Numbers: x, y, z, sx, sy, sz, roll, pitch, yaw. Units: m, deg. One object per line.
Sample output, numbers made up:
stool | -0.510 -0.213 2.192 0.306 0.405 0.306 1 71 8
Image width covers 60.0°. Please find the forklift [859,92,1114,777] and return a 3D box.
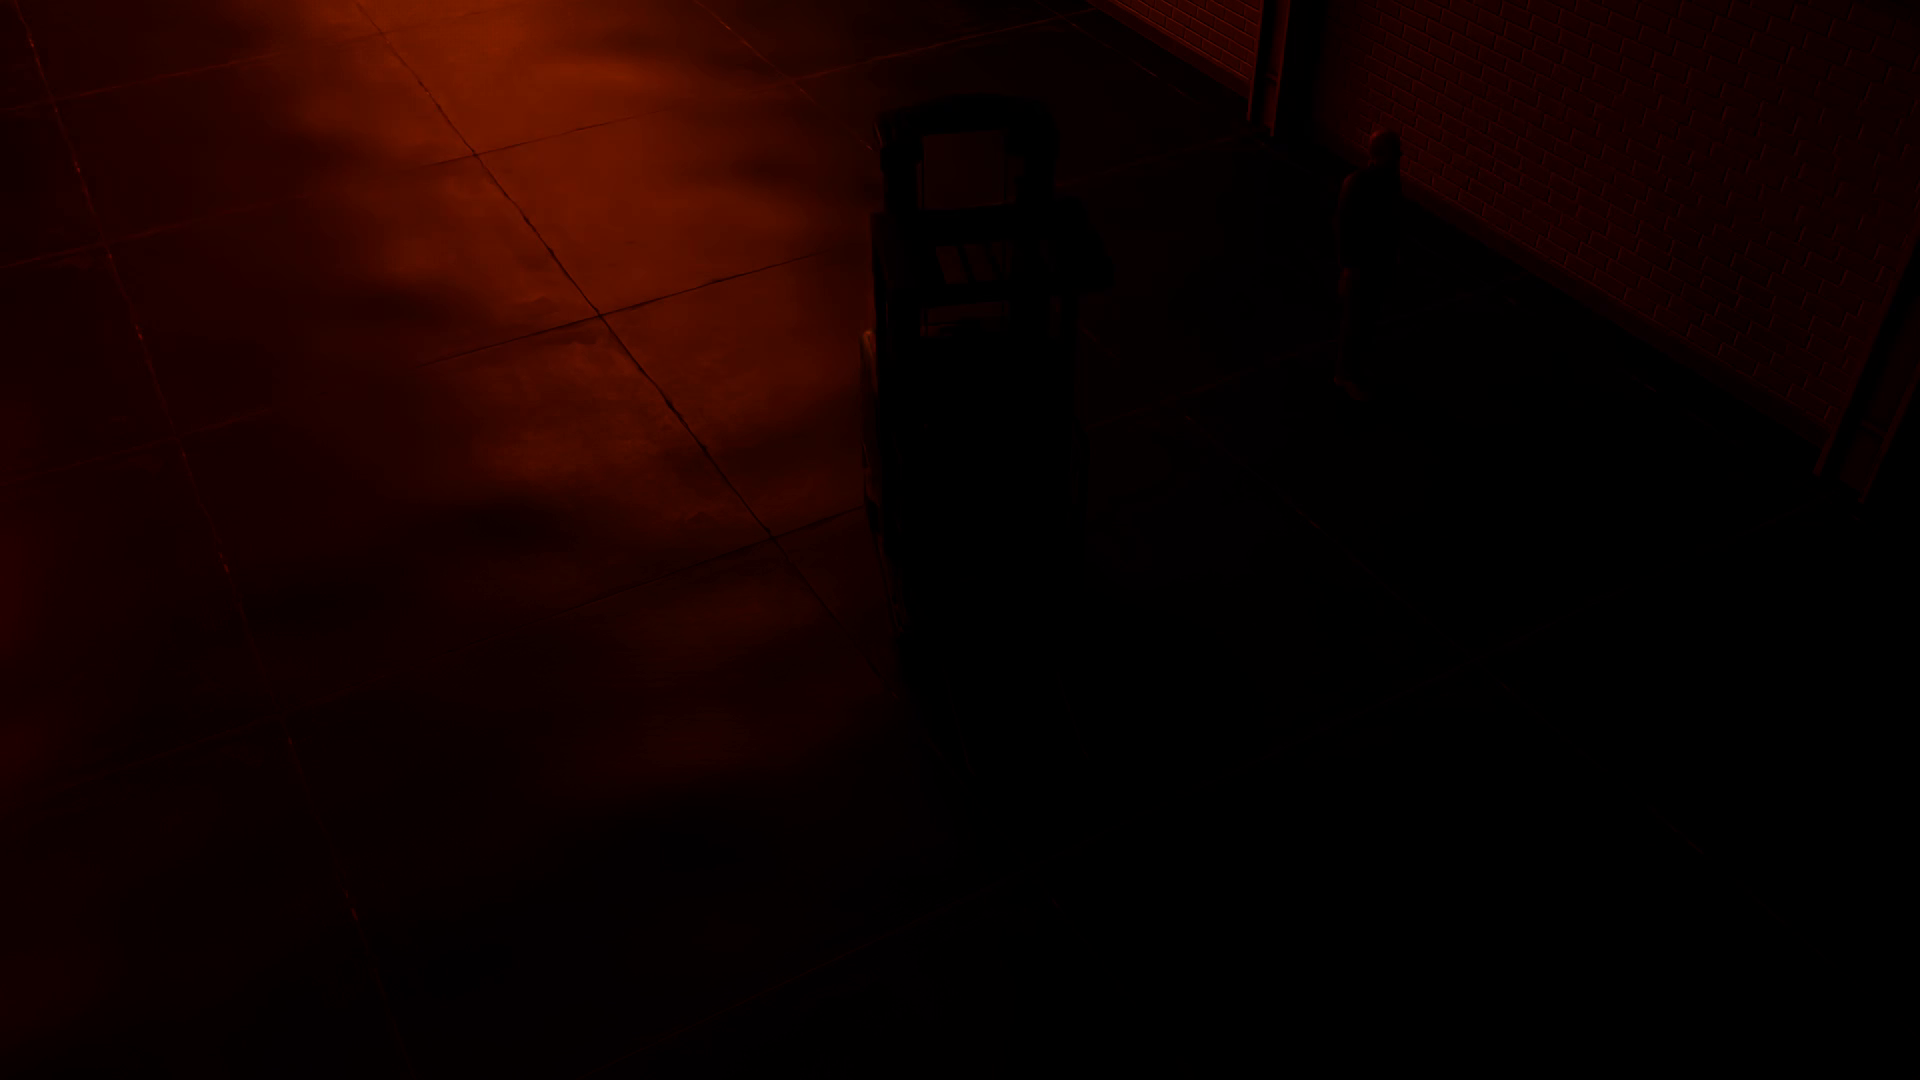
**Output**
forklift | 0.134 -0.734 8.921 1.130 2.935 3.031 -7 40 -8

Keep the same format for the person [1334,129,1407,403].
person | 2.833 -1.866 11.178 0.695 1.776 0.583 -32 49 -32
